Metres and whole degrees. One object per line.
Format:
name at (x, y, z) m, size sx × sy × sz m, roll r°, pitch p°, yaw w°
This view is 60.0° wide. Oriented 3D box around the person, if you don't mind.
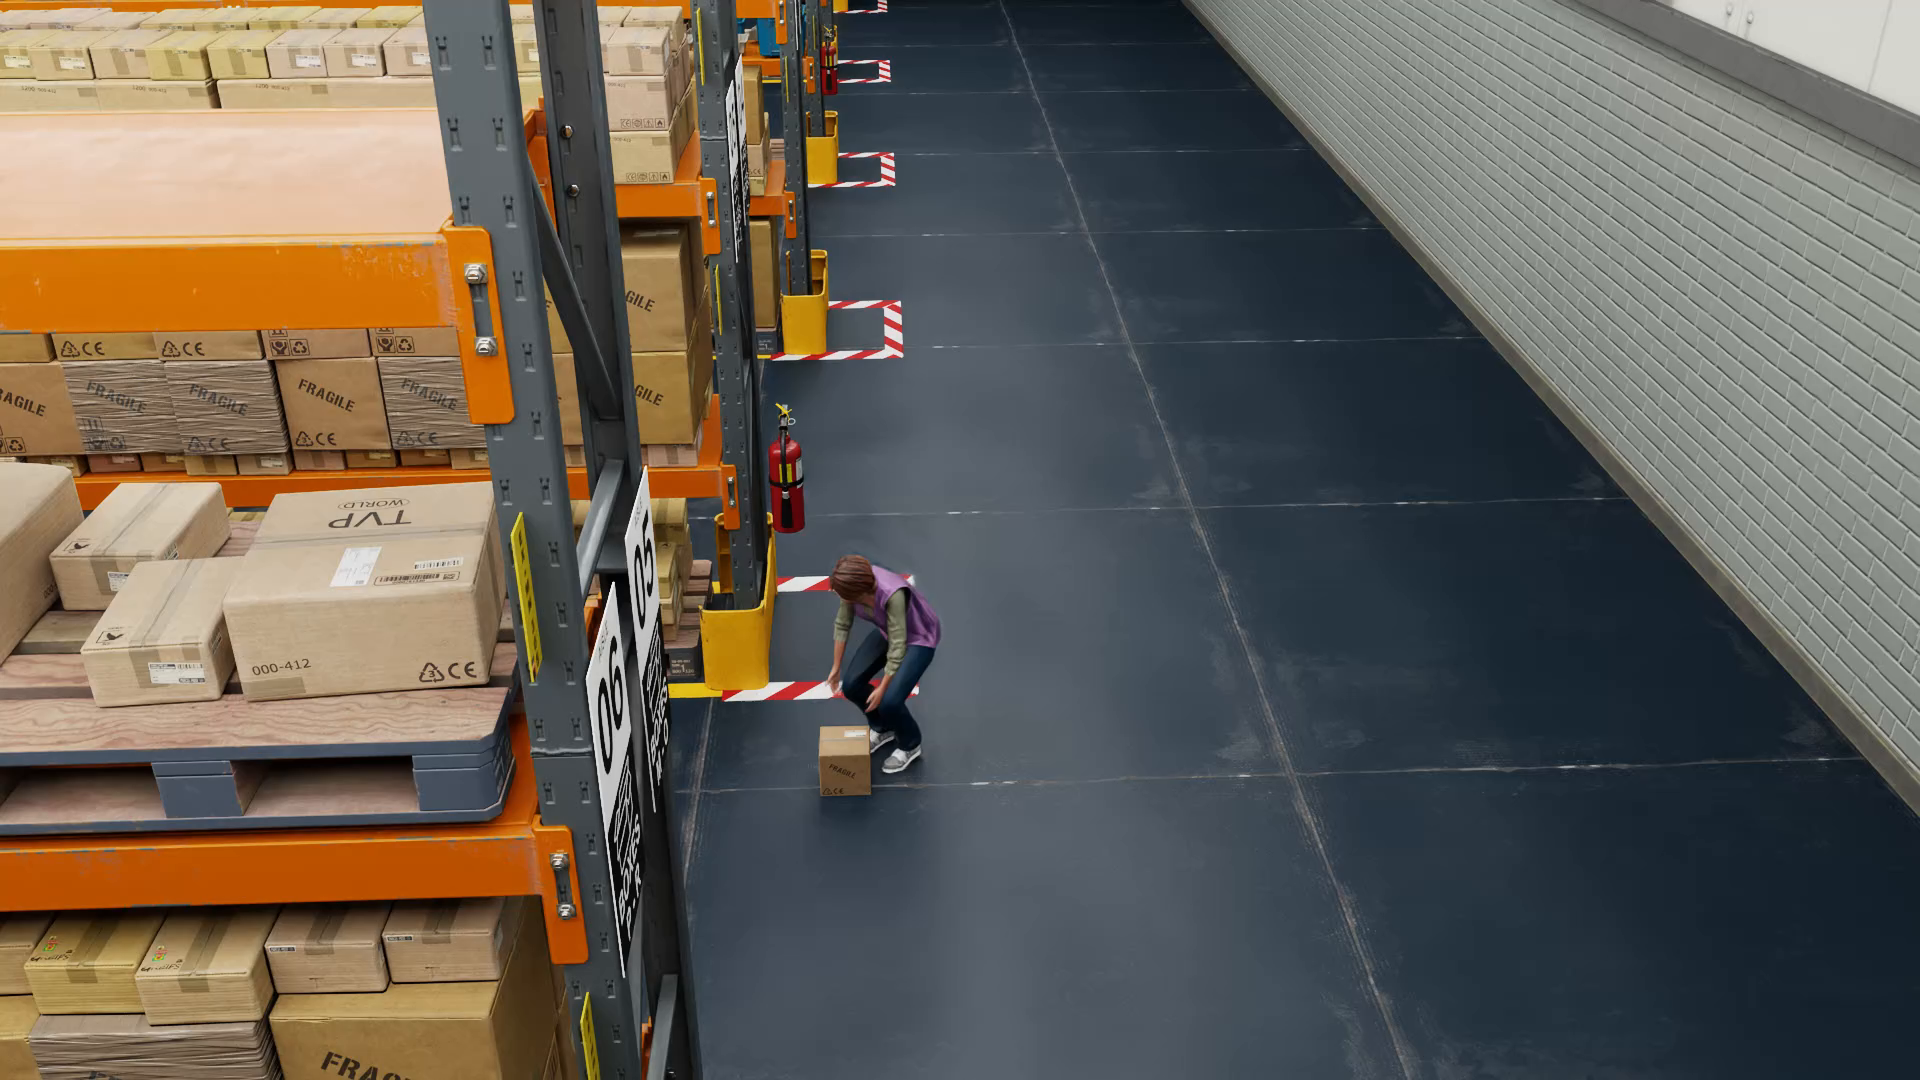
person at (-0.363, 0.597, 8.268) m, size 0.462 × 1.204 × 0.673 m, roll 24°, pitch 36°, yaw 37°
